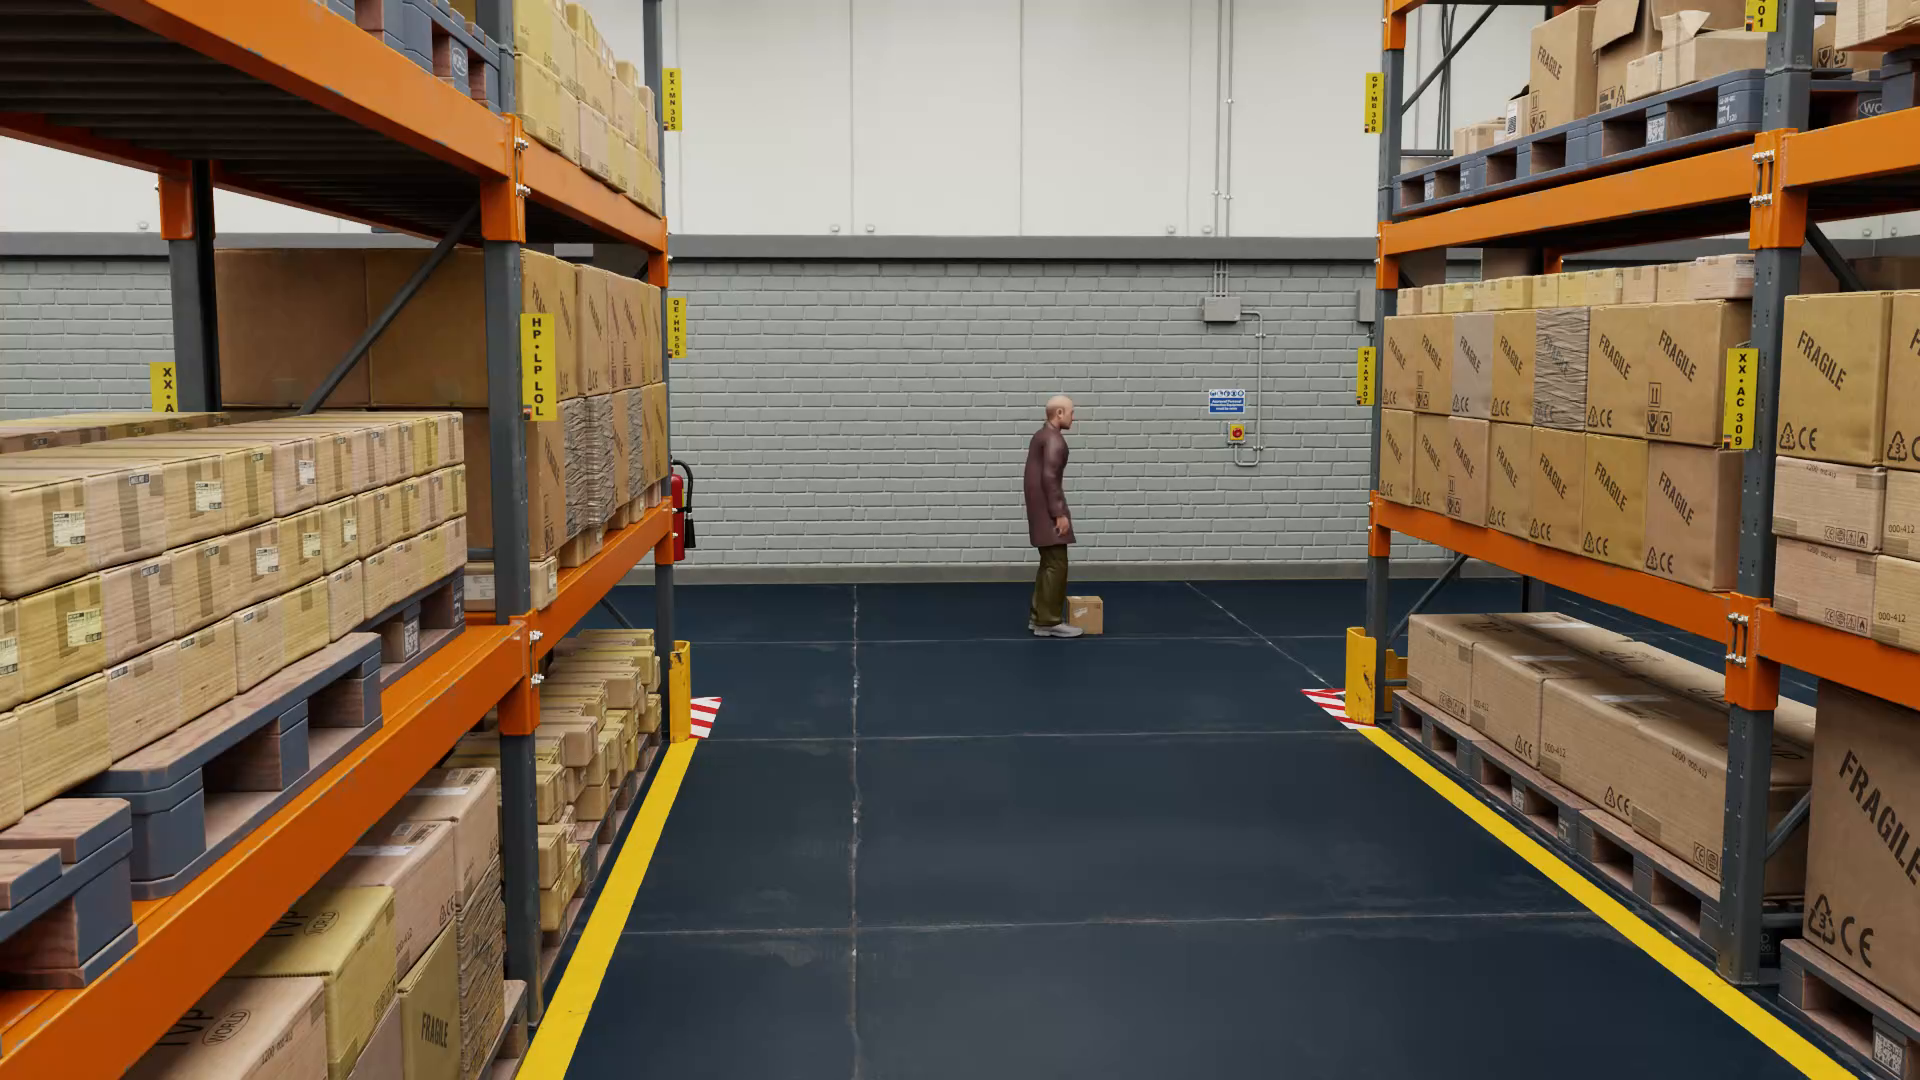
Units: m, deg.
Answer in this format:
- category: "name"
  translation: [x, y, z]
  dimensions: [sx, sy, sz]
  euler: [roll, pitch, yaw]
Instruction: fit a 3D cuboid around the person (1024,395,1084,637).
- category: "person"
  translation: [0.689, -0.189, 12.407]
  dimensions: [0.420, 1.774, 0.644]
  euler: [0, 7, -4]
